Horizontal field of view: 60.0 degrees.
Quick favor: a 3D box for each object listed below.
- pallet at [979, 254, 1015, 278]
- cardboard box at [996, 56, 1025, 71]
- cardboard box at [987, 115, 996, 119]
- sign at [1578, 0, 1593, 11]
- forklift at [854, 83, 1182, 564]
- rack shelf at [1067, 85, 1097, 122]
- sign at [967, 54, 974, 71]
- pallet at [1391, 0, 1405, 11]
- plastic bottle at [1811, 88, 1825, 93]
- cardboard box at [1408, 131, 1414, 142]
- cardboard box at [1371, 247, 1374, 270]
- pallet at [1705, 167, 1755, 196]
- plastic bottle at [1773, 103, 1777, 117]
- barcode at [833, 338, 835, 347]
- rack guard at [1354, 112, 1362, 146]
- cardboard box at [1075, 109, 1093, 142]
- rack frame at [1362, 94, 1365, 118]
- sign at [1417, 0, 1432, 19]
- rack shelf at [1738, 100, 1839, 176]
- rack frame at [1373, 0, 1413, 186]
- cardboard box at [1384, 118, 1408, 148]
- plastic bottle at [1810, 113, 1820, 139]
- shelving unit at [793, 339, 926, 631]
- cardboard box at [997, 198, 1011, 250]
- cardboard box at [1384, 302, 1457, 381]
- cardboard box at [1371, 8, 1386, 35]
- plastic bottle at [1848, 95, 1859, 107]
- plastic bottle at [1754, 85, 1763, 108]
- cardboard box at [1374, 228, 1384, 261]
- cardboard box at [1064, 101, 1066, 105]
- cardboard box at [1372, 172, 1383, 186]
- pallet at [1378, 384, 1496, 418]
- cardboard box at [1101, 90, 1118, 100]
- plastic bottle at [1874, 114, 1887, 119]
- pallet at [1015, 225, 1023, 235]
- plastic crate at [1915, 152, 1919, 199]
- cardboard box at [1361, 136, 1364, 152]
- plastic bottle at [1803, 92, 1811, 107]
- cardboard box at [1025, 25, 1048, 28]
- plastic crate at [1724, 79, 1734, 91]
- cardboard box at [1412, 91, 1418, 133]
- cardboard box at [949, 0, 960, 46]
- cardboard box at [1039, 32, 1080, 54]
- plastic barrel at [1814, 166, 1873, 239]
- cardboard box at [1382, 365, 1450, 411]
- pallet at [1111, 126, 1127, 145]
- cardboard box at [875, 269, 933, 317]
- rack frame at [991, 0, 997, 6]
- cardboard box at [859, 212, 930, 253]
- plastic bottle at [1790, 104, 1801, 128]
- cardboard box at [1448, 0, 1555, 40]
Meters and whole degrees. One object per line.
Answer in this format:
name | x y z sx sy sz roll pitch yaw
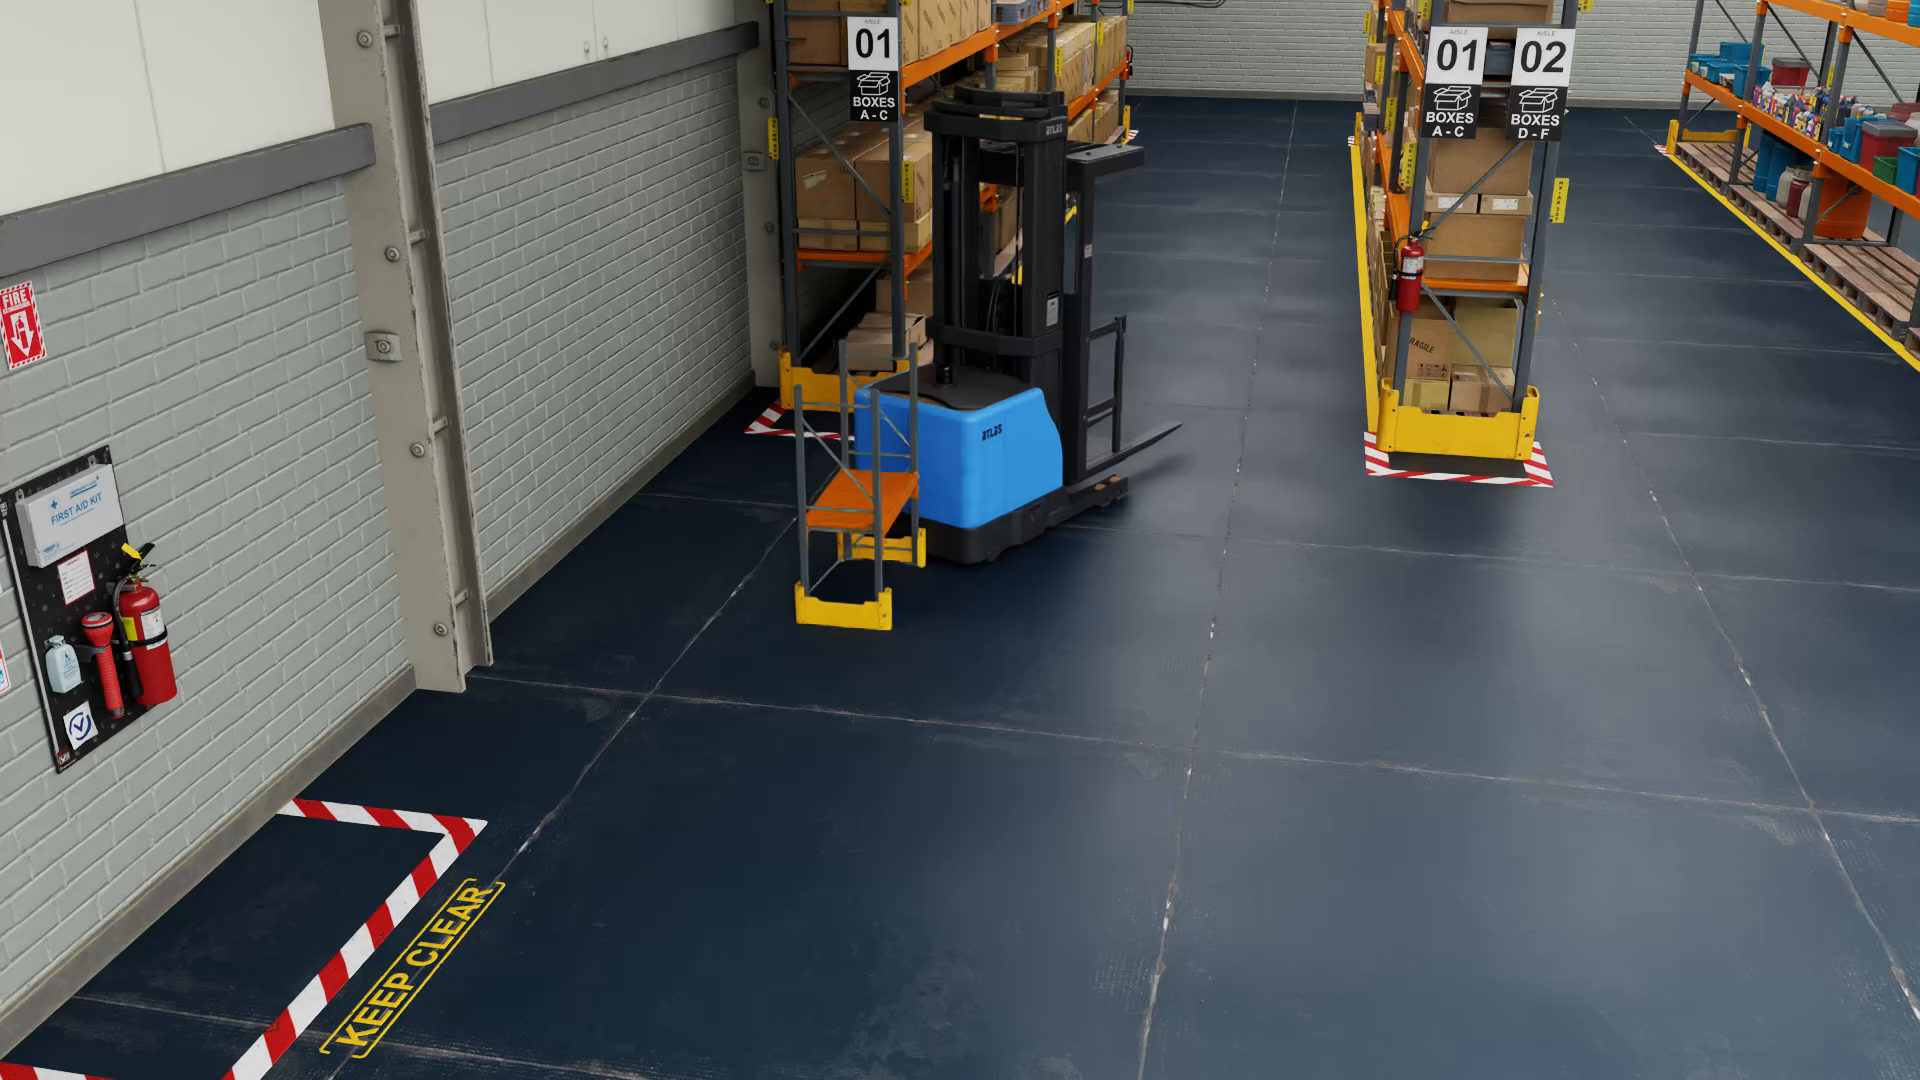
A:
pallet | 0.021 -2.952 18.402 1.003 0.211 1.213 4 22 11
cardboard box | 0.587 -5.728 19.970 0.380 0.149 0.250 1 22 2
cardboard box | 0.069 -4.052 16.570 0.500 0.500 0.500 4 22 11
sign | 4.439 -3.911 11.758 0.100 0.325 0.005 4 22 11
forklift | 0.567 -1.692 11.632 1.130 2.935 3.031 16 27 34
rack shelf | 1.087 -5.822 22.757 1.077 0.370 4.000 4 22 11
sign | 0.135 -6.002 20.692 0.100 0.325 0.005 4 22 11
pallet | 5.479 -6.096 18.713 1.213 0.211 1.003 6 23 13
plastic bottle | 11.430 -5.905 22.167 0.152 0.276 0.135 4 22 11
cardboard box | 4.418 -3.757 15.664 0.380 0.149 0.250 5 22 12
cardboard box | 4.723 -3.050 18.030 0.500 0.250 0.500 5 22 12
pallet | 11.306 -5.110 23.759 1.003 0.211 1.213 4 22 11
plastic bottle | 10.487 -5.520 21.311 0.097 0.201 0.097 0 22 0
barcode | -1.112 -1.743 14.663 0.001 0.075 0.075 4 22 11
rack guard | 7.146 -6.786 27.534 1.175 0.500 0.348 4 22 11
cardboard box | 1.490 -5.837 24.147 0.750 0.750 0.750 5 22 12
rack frame | 7.162 -7.973 27.136 1.000 3.000 0.127 4 22 11
sign | 3.369 -3.934 12.011 0.100 0.325 0.005 4 22 11
rack shelf | 10.786 -5.066 20.881 1.077 0.370 4.000 4 22 11
rack frame | 5.530 -5.048 19.872 1.000 3.000 0.127 4 22 11
cardboard box | 5.157 -4.694 19.113 0.500 0.311 0.500 4 22 10
plastic bottle | 10.090 -4.879 19.610 0.061 0.283 0.133 4 22 11
shelving unit | -0.610 -0.365 10.252 0.587 1.500 1.083 4 22 10
cardboard box | 0.197 -3.652 19.164 0.700 0.500 0.500 5 22 12
cardboard box | 3.715 -1.608 13.446 0.500 0.500 0.500 4 22 11
cardboard box | 6.504 -7.781 25.187 0.500 0.500 0.500 4 22 10
plastic bottle | 11.102 -5.345 20.675 0.144 0.351 0.185 4 22 11
plastic bottle | 10.675 -5.927 22.212 0.061 0.283 0.133 4 22 11
cardboard box | 4.615 -3.125 17.466 0.500 0.311 0.500 5 22 12
cardboard box | 1.170 -5.602 21.557 0.380 0.149 0.250 5 23 13
cardboard box | 5.491 -4.452 21.150 0.500 0.500 0.500 5 23 13
pallet | 4.012 -1.111 13.830 1.003 0.211 1.213 4 22 11
cardboard box | 2.419 -7.361 27.532 0.380 0.149 0.250 4 22 10
plastic bottle | 10.877 -4.914 19.706 0.152 0.276 0.135 4 22 11
pallet | 0.518 -3.845 20.618 1.003 0.211 1.213 4 22 11
plastic crate | 9.361 -3.436 15.784 0.402 0.464 0.583 4 22 11
cardboard box | 6.337 -5.972 25.176 0.500 0.311 0.500 4 22 11
plastic bottle | 11.304 -5.873 22.188 0.097 0.201 0.097 0 22 0
cardboard box | 1.046 -7.088 23.376 0.500 0.250 0.500 5 22 12
plastic crate | 11.160 -6.462 23.671 0.437 0.125 0.590 4 22 11
cardboard box | 4.629 -4.070 15.574 0.700 0.500 0.500 5 22 11
cardboard box | -0.305 -4.630 14.659 0.500 0.500 0.500 6 23 14
cardboard box | 1.330 -6.679 22.359 0.500 0.250 0.500 4 22 10
plastic barrel | 10.461 -4.037 19.705 0.600 0.830 0.708 4 22 11
cardboard box | 3.717 -1.260 13.585 0.500 0.250 0.500 4 22 11
pallet | 2.225 -6.758 27.851 1.003 0.211 1.213 4 22 11
cardboard box | -0.409 -2.262 15.712 0.700 0.500 0.500 3 22 8
rack frame | -0.137 -6.744 16.053 1.000 3.000 0.127 4 22 11
cardboard box | -0.543 -2.592 13.949 0.500 0.250 0.500 4 22 9
plastic bottle | 10.276 -5.213 20.439 0.061 0.283 0.133 4 22 11
cardboard box | 4.019 -4.031 12.444 0.797 0.503 0.637 6 23 15
